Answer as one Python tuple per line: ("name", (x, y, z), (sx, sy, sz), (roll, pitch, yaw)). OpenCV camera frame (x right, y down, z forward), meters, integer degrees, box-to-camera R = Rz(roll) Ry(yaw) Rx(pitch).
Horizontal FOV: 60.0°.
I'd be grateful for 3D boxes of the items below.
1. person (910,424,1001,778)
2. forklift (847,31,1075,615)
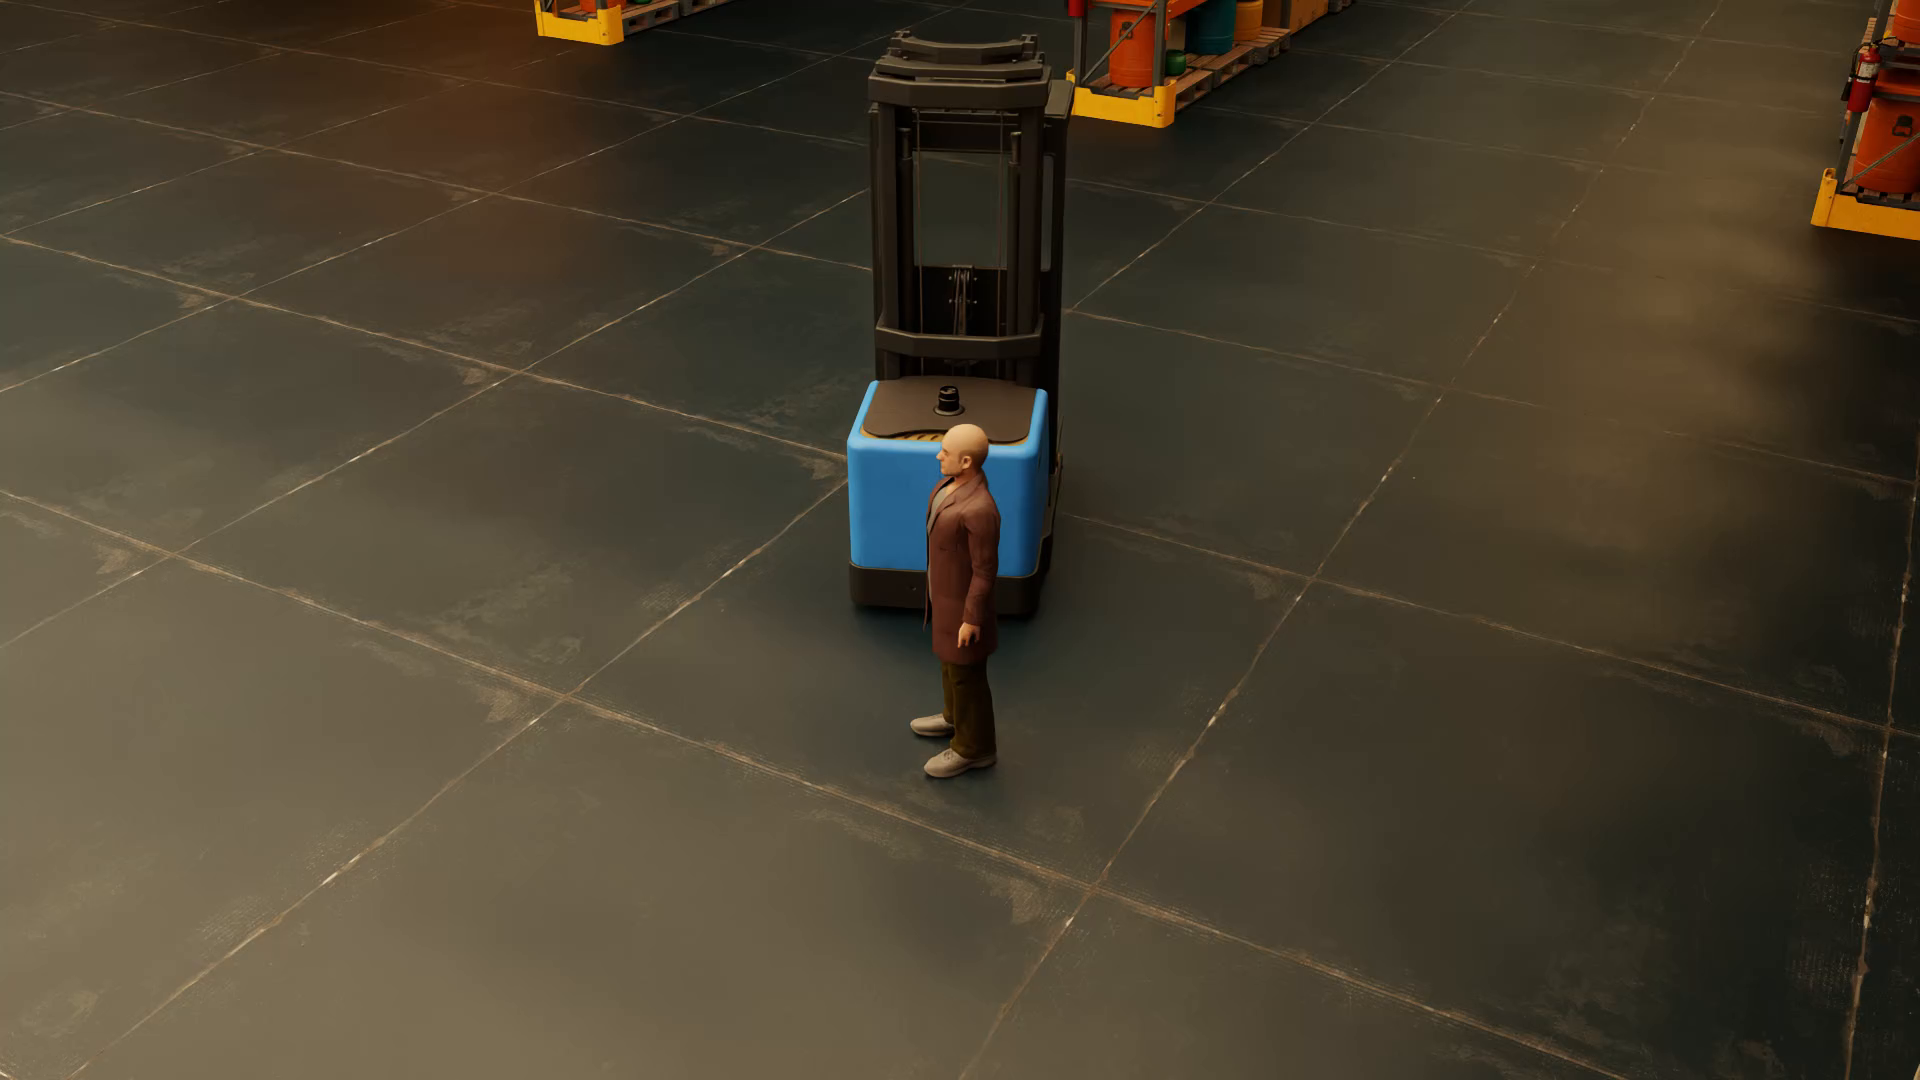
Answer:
("person", (-0.021, 0.372, 7.799), (0.375, 1.559, 0.558), (-6, 31, -10))
("forklift", (0.072, -1.572, 9.794), (1.130, 2.935, 3.031), (3, 30, 6))
